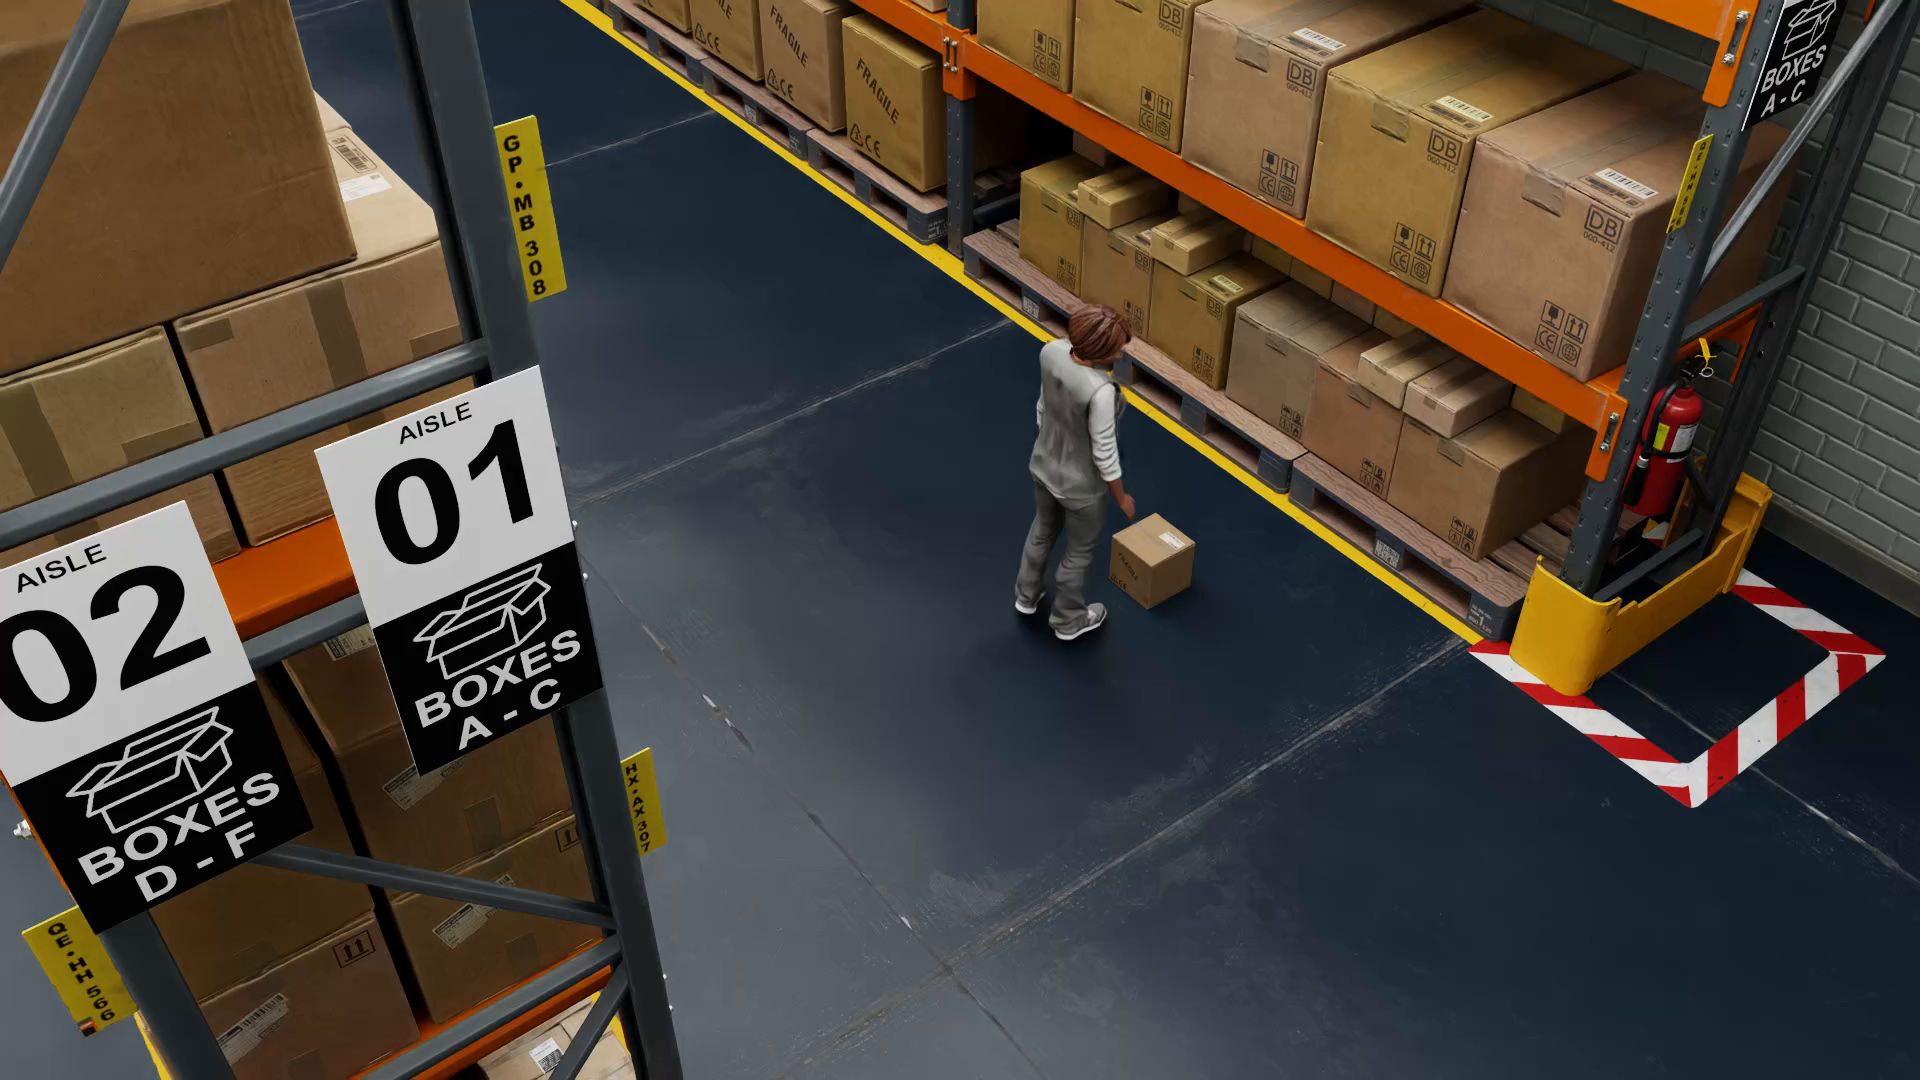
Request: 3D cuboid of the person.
[{"bbox_3d":[0.444,-0.255,6.440,0.340,1.611,0.575,-26,47,-27],"label":"person"}]
